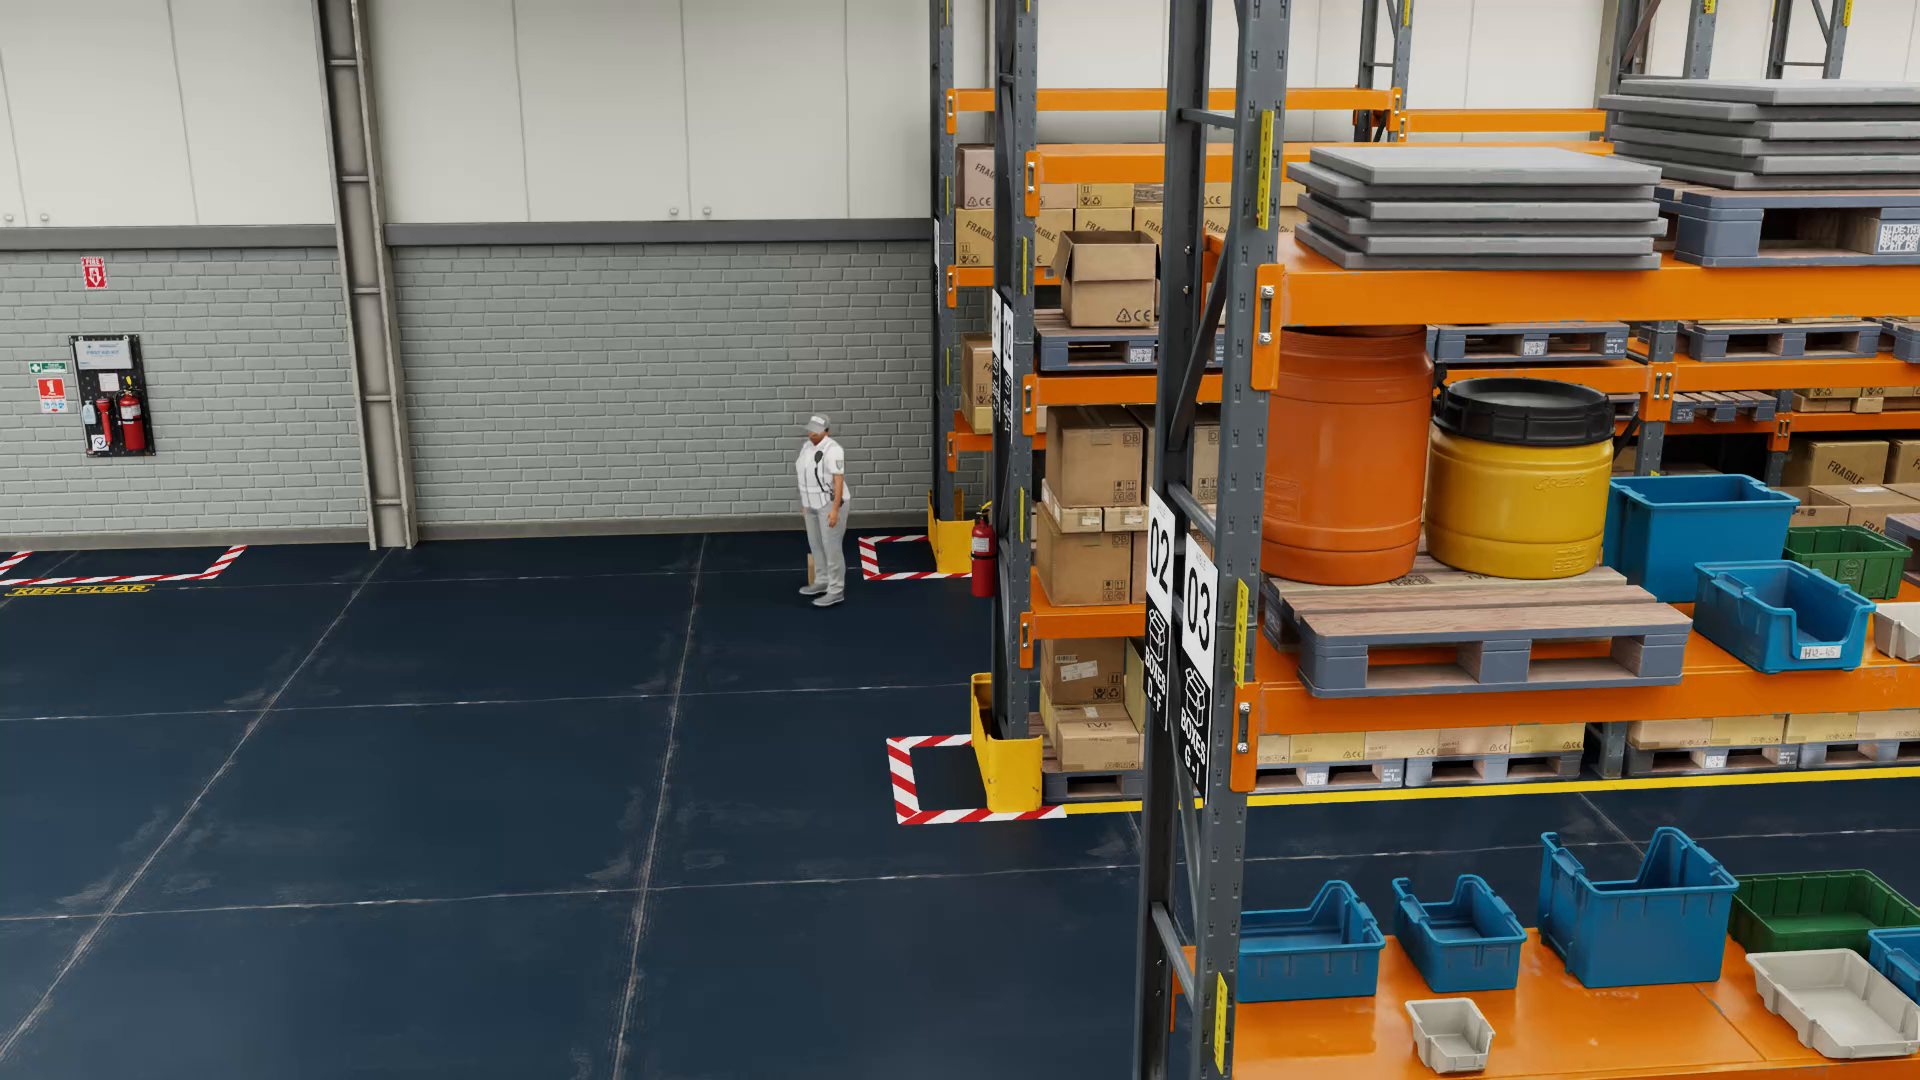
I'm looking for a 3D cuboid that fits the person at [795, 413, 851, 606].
[{"bbox_3d":[-1.208,-0.281,14.385,0.444,1.672,0.561,-15,22,-40],"label":"person"}]
